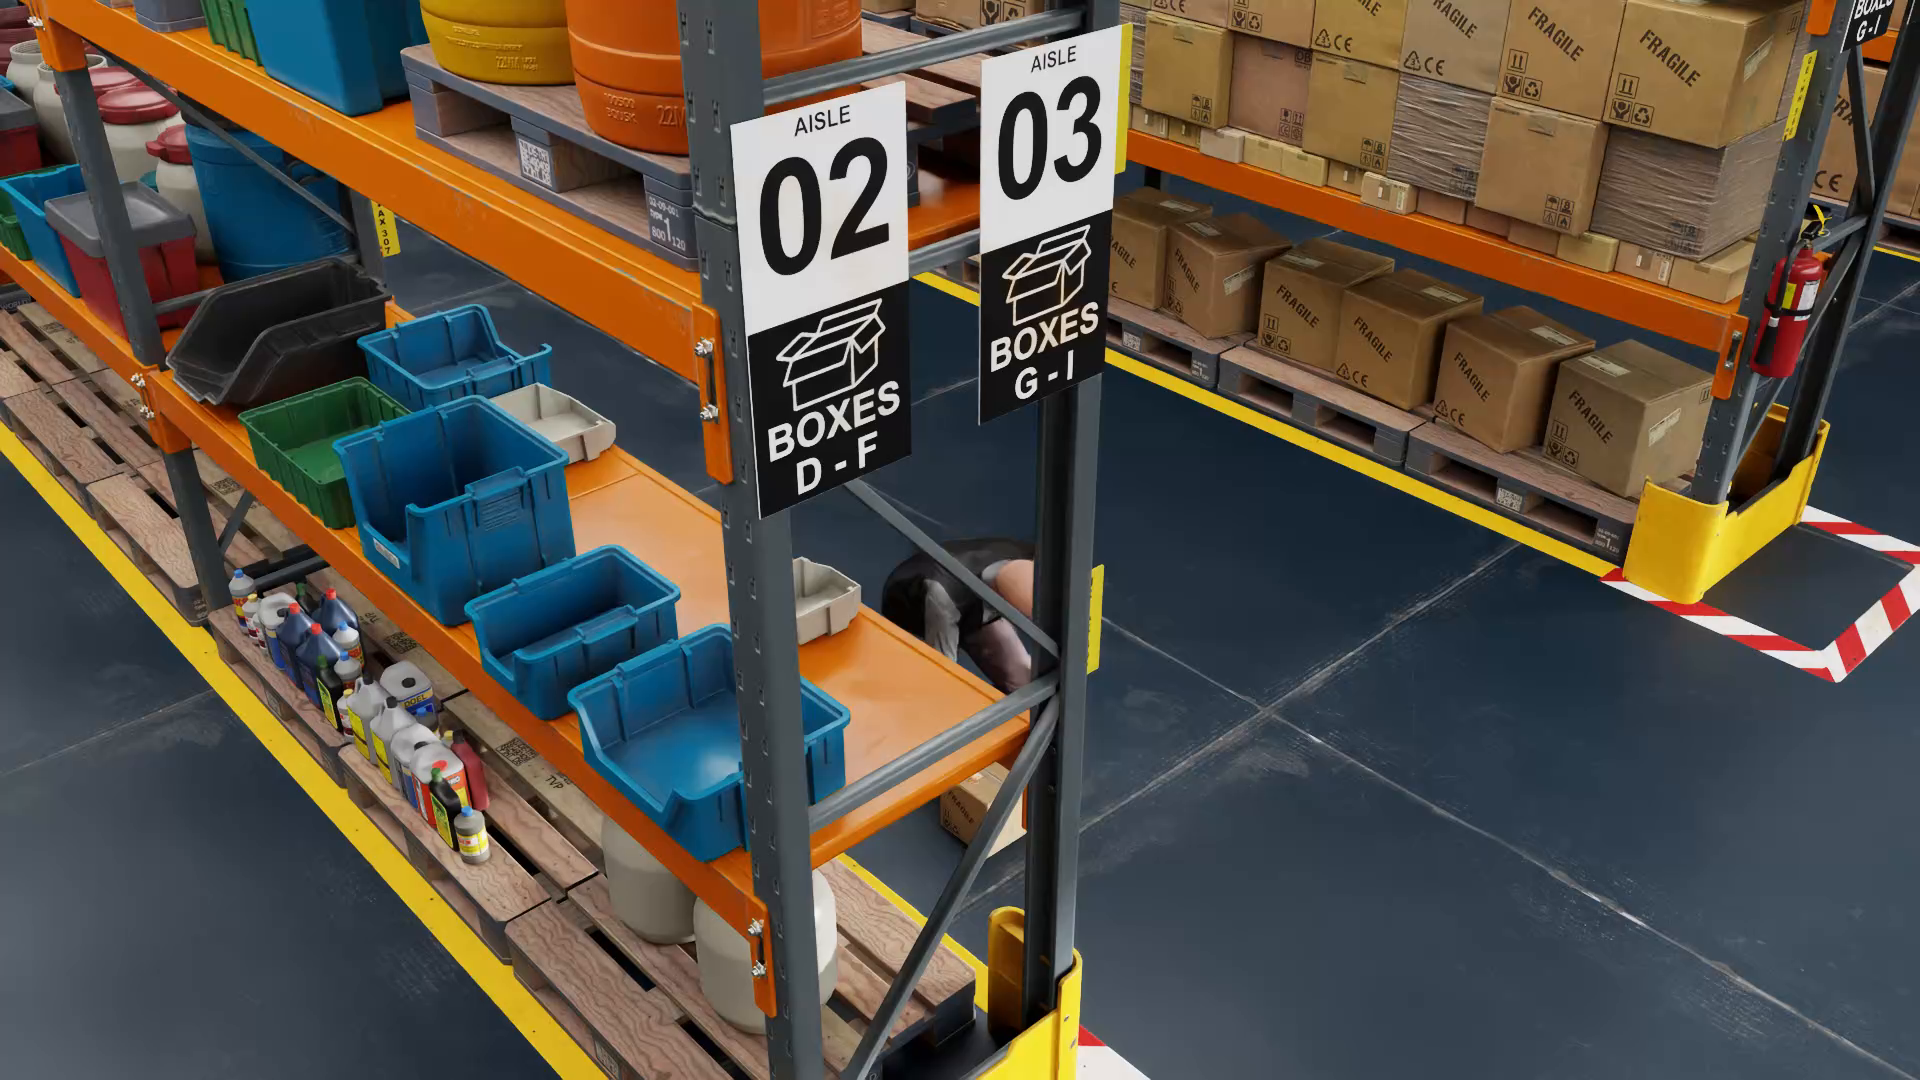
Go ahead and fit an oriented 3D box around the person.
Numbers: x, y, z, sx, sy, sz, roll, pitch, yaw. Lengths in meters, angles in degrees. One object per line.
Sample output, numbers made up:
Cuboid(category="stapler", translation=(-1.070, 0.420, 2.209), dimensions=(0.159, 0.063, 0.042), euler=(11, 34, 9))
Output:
Cuboid(category="person", translation=(0.058, 0.403, 6.088), dimensions=(0.563, 1.111, 0.830), euler=(-13, 34, -20))
